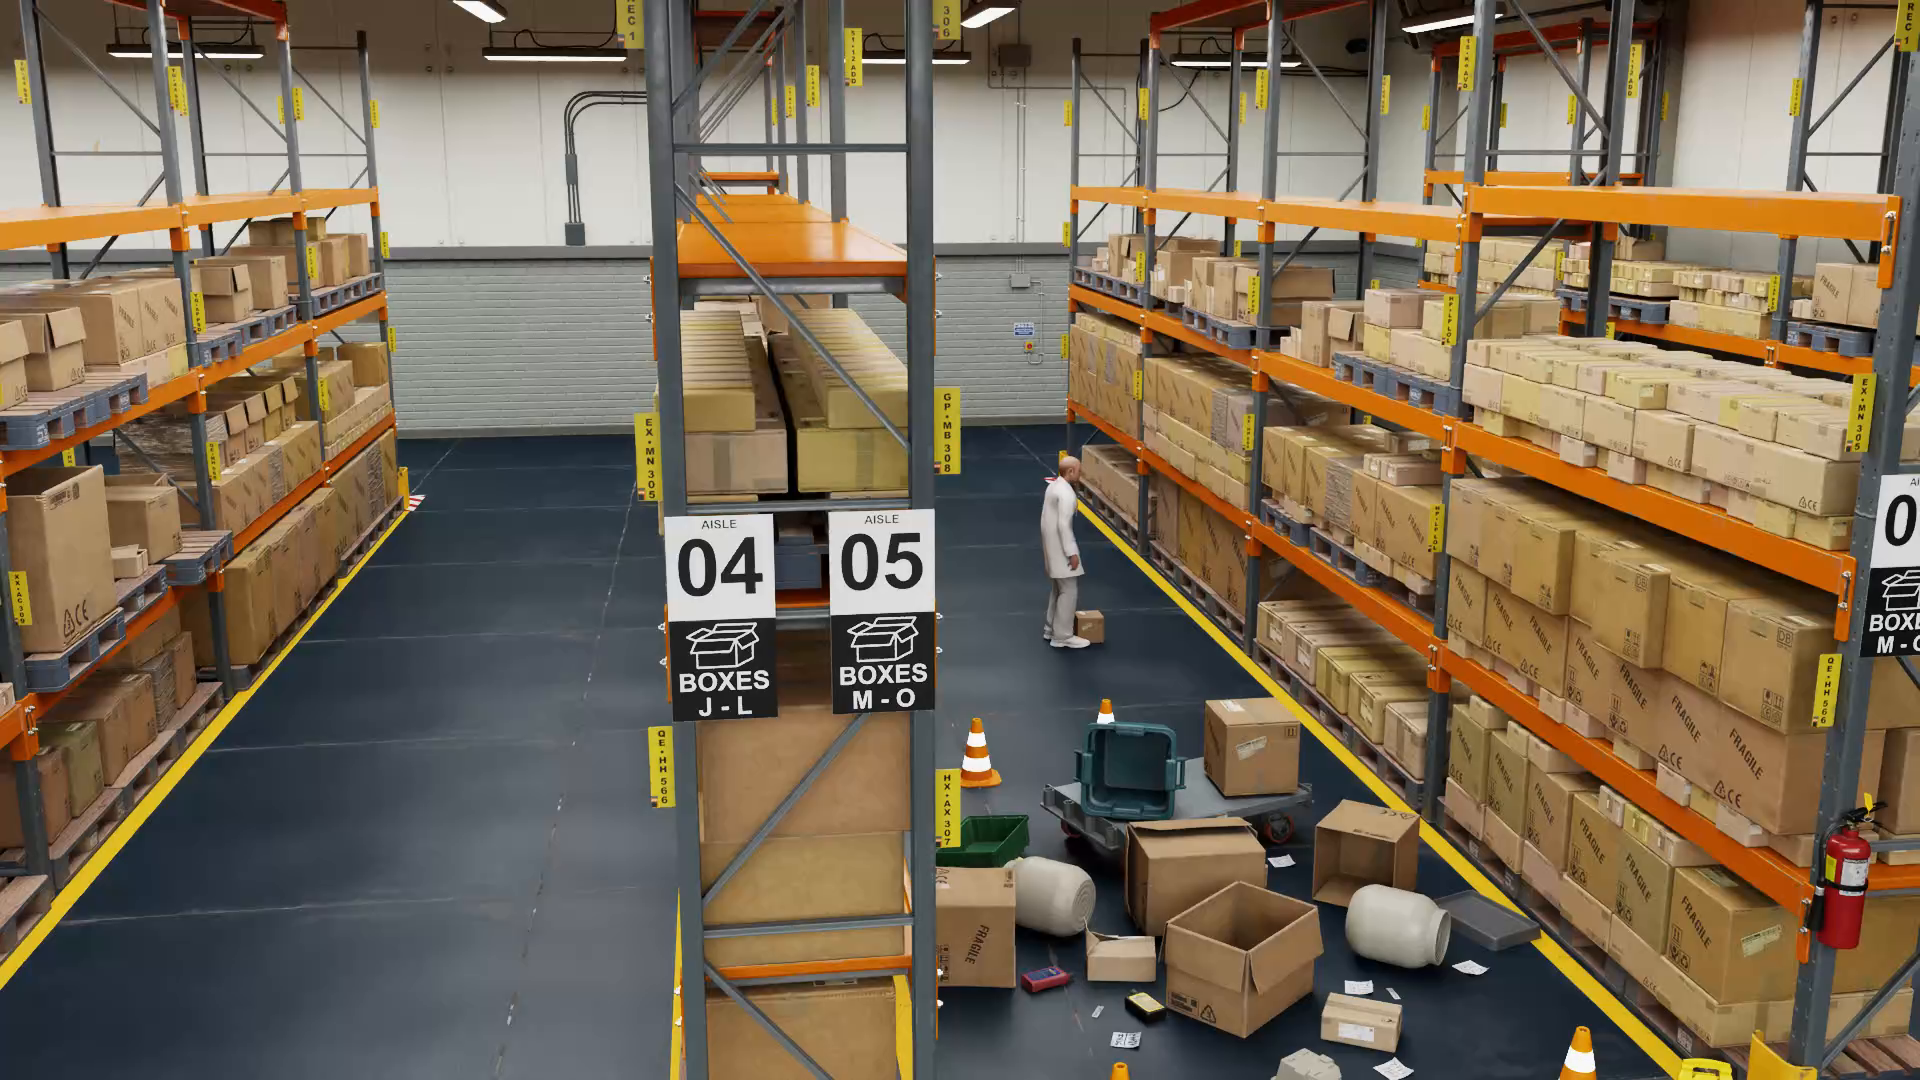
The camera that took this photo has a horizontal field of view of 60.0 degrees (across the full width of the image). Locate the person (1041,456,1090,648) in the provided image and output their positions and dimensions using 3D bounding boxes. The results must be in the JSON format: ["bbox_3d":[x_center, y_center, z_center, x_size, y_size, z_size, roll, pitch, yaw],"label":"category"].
[{"bbox_3d":[0.977,0.095,15.603,0.425,1.774,0.644,-2,13,-8],"label":"person"}]
